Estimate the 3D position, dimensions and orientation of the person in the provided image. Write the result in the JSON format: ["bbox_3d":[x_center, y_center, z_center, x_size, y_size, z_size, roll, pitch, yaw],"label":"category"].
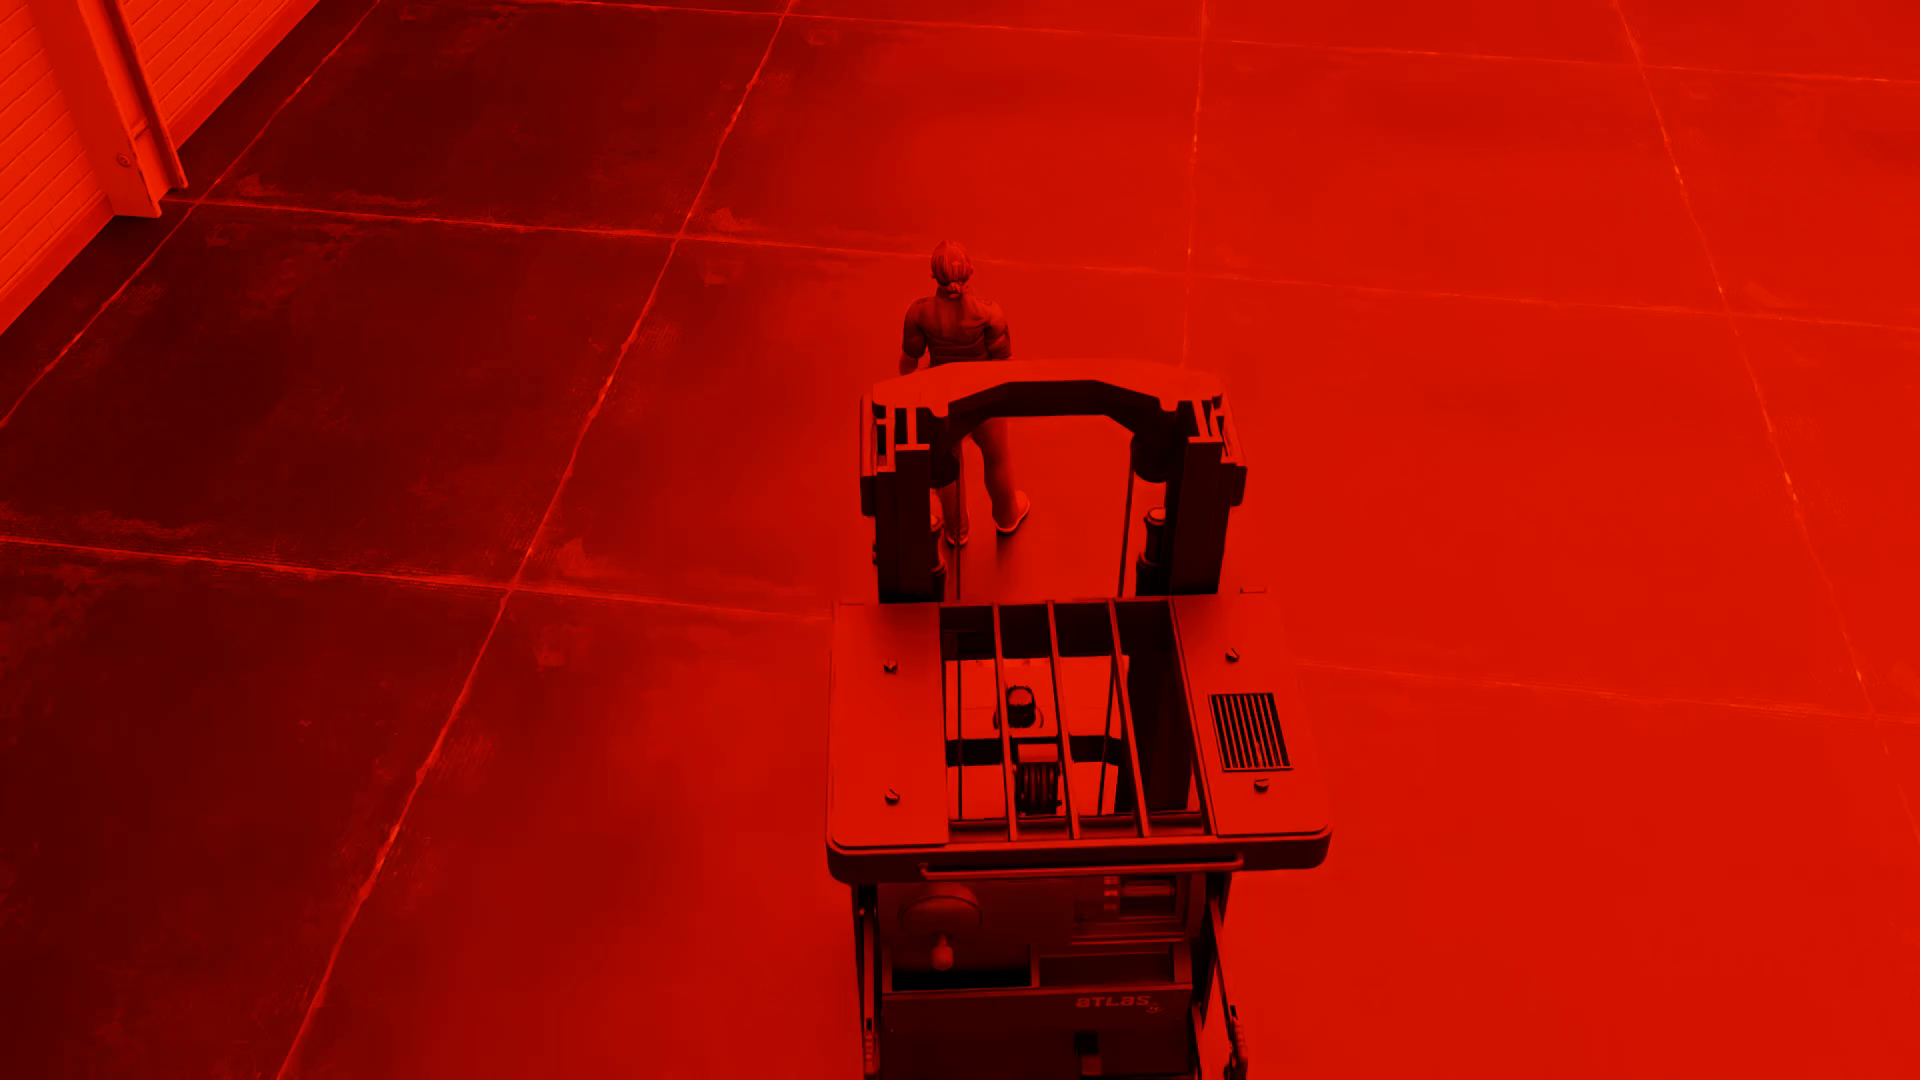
[{"bbox_3d":[0.032,-0.672,7.388,0.569,1.656,0.503,5,43,6],"label":"person"}]

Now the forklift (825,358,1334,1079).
[{"bbox_3d":[0.241,1.090,4.538,1.130,2.935,3.031,-2,43,-2],"label":"forklift"}]
